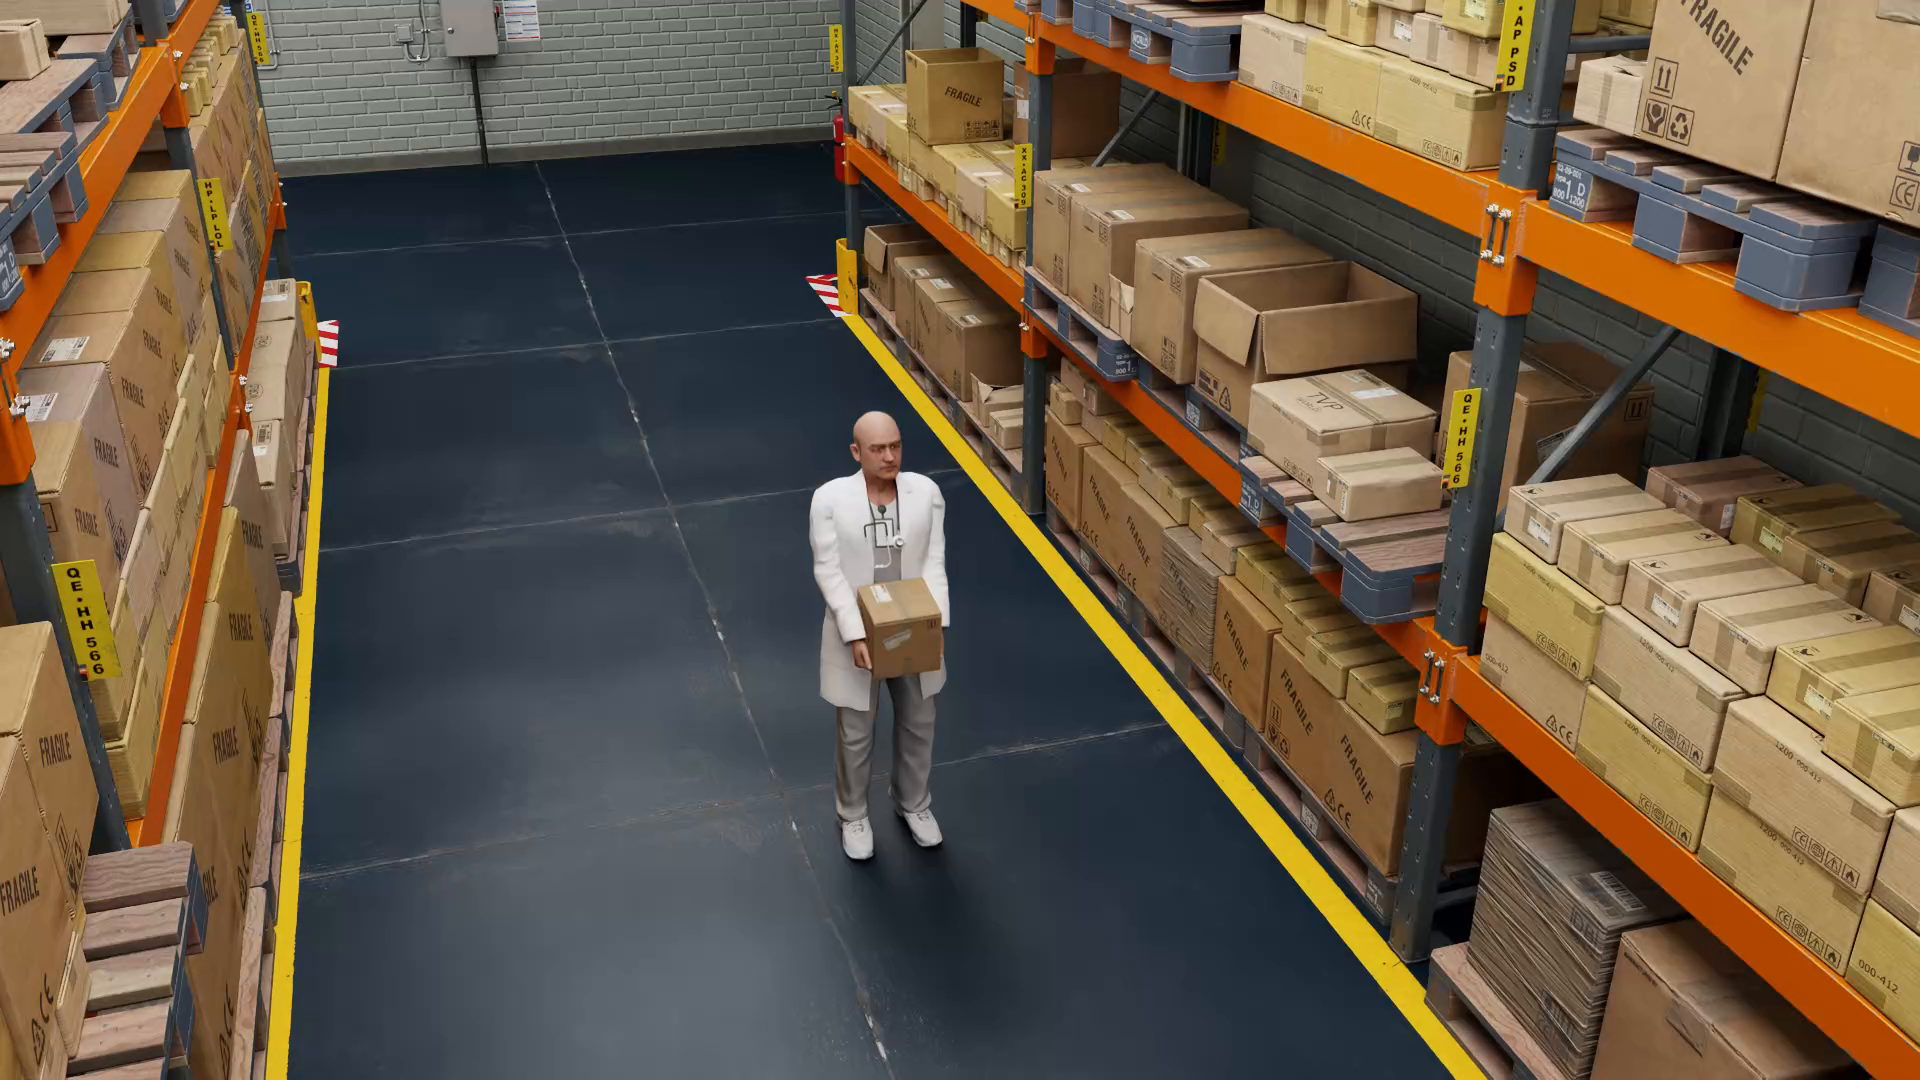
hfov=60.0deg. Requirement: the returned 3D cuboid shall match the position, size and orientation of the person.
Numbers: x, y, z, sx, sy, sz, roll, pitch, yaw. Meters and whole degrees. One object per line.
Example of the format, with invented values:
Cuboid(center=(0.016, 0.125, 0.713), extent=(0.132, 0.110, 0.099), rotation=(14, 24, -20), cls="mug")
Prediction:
Cuboid(center=(-0.269, 0.408, 6.300), extent=(0.531, 1.769, 0.555), rotation=(-8, 27, -16), cls="person")
